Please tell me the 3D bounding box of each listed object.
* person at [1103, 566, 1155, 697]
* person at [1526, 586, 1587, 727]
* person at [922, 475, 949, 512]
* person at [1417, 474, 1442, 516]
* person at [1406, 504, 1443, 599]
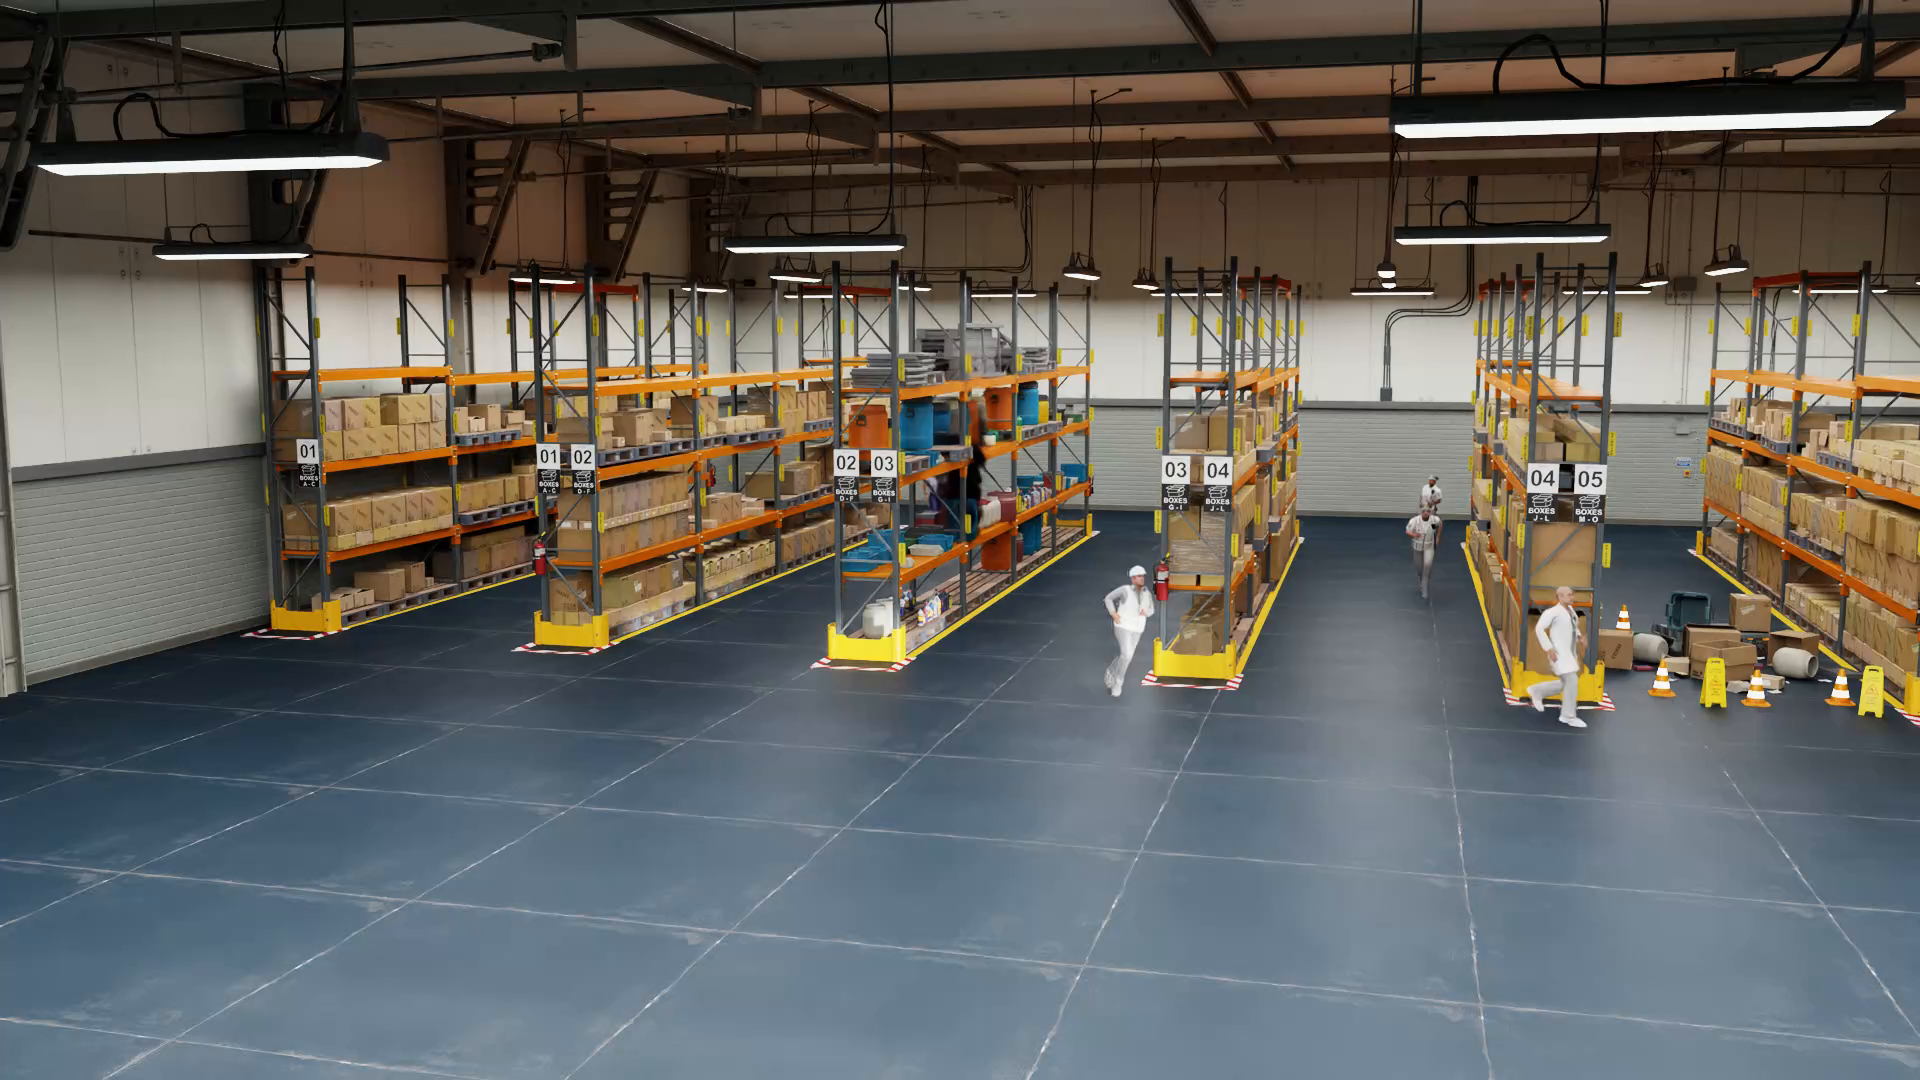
[{"bbox_3d":[2.318,1.250,22.990,0.697,1.814,0.686,-4,8,-29],"label":"person"},{"bbox_3d":[7.640,1.475,21.215,0.838,1.769,0.749,7,10,43],"label":"person"},{"bbox_3d":[-0.576,-0.987,40.930,0.646,1.641,0.851,-2,8,-16],"label":"person"},{"bbox_3d":[10.871,-0.697,38.516,0.581,1.673,0.575,5,9,37],"label":"person"},{"bbox_3d":[8.748,0.179,31.389,0.658,1.795,1.015,2,8,18],"label":"person"}]
